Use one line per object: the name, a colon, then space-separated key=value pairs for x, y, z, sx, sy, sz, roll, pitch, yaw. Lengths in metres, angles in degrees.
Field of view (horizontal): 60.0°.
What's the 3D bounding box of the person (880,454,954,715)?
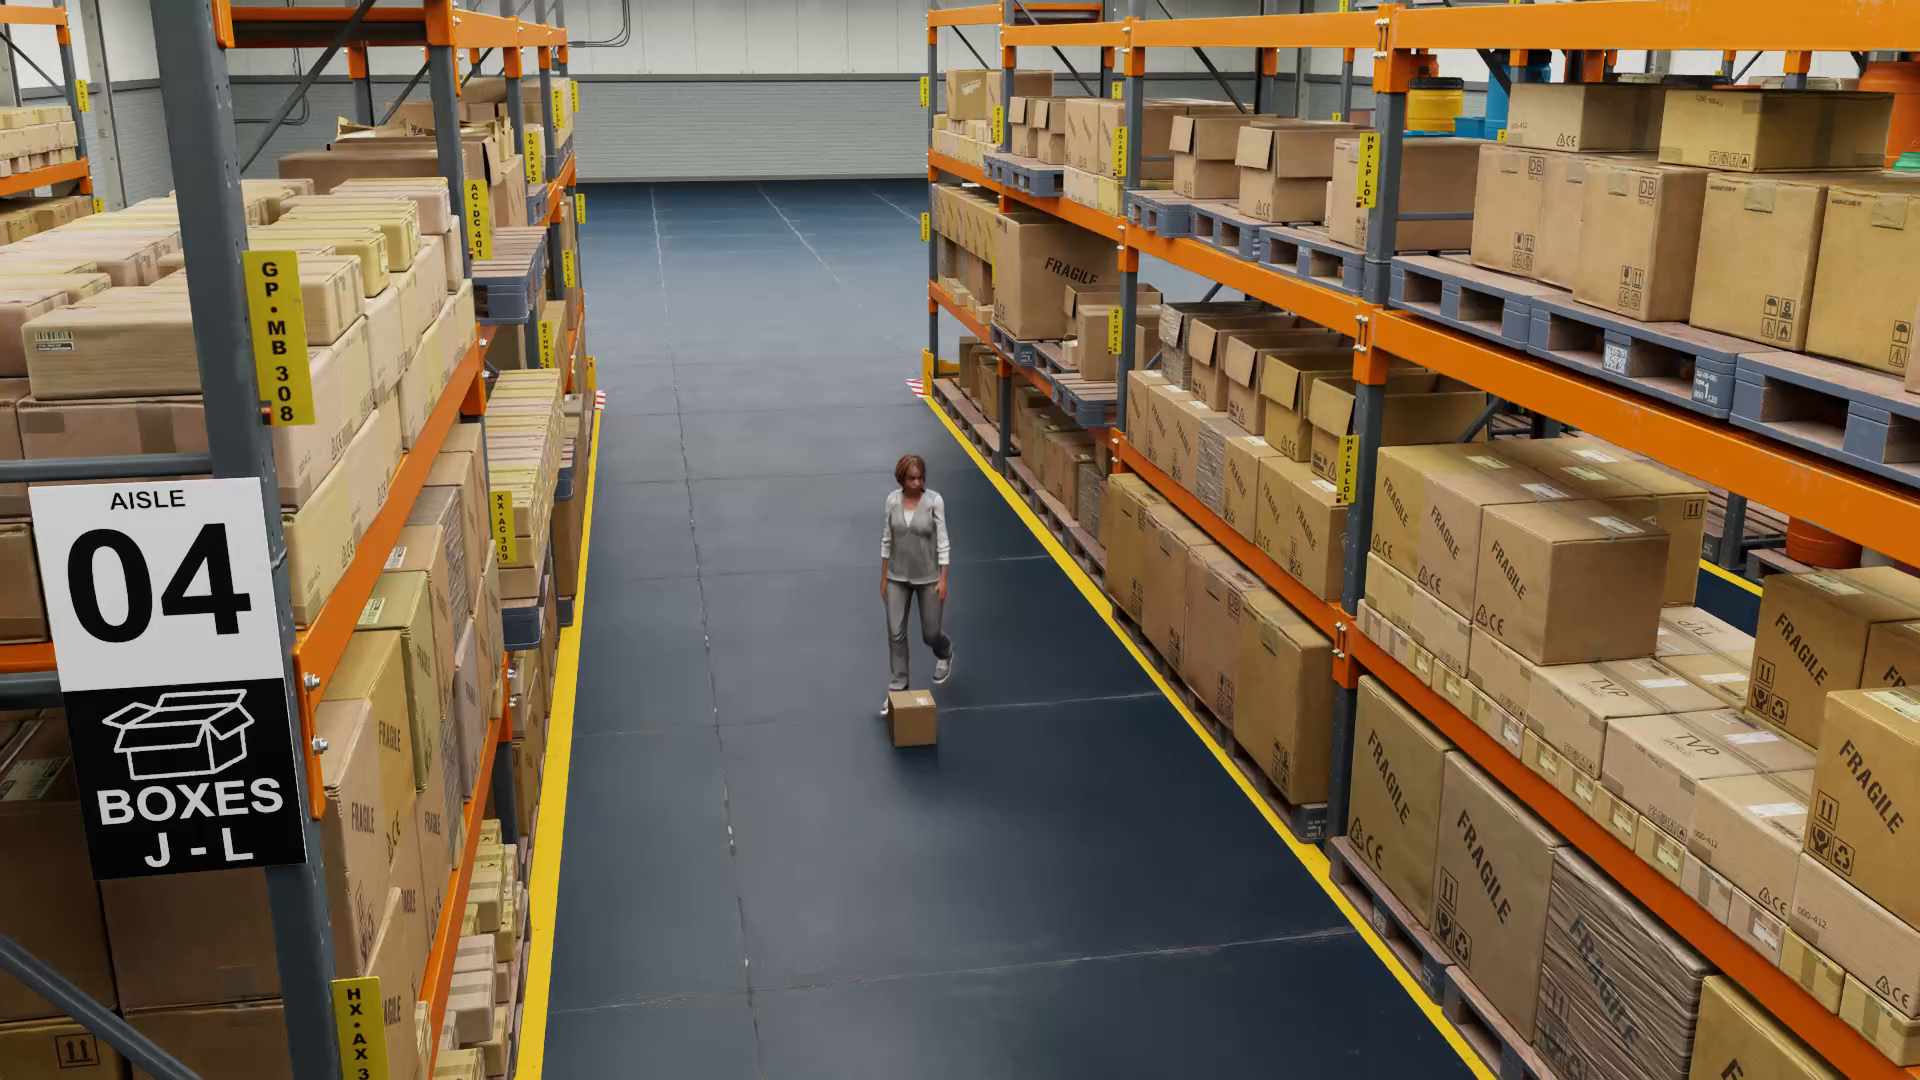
person: x=-0.284 y=0.243 z=10.210 sx=0.439 sy=1.567 sz=0.742 roll=4 pitch=17 yaw=13
